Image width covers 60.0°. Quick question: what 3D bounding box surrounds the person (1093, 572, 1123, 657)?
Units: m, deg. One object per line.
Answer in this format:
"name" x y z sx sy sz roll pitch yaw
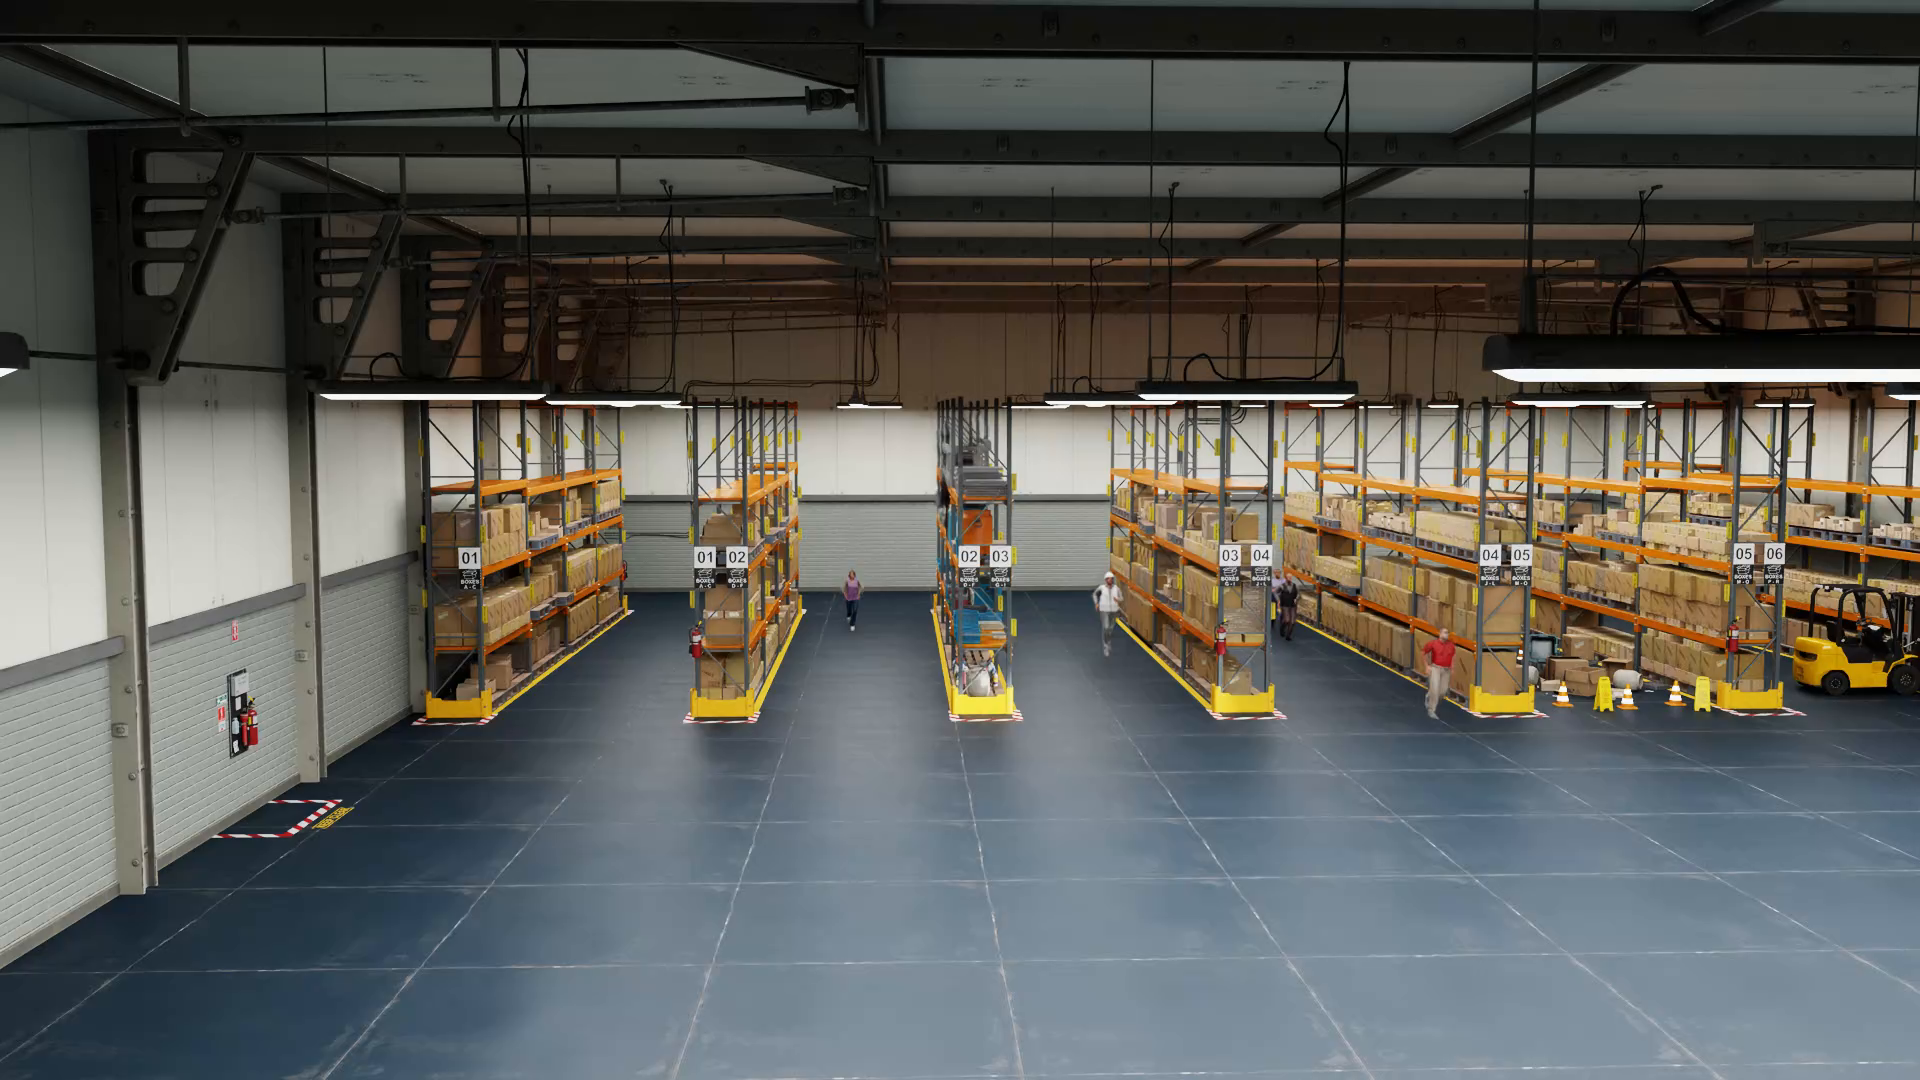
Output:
"person" 3.366 1.671 37.592 0.624 1.892 0.726 -1 5 -12

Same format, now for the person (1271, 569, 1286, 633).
"person" 8.273 1.583 43.200 0.606 1.665 0.894 0 4 2

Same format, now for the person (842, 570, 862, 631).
"person" -2.842 1.580 43.778 0.544 1.582 0.653 -1 4 -11

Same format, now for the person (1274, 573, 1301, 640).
"person" 8.211 1.679 41.519 0.650 1.682 0.566 0 4 -4

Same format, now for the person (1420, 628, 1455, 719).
"person" 9.012 2.489 31.338 0.702 1.697 0.682 -1 5 -13
